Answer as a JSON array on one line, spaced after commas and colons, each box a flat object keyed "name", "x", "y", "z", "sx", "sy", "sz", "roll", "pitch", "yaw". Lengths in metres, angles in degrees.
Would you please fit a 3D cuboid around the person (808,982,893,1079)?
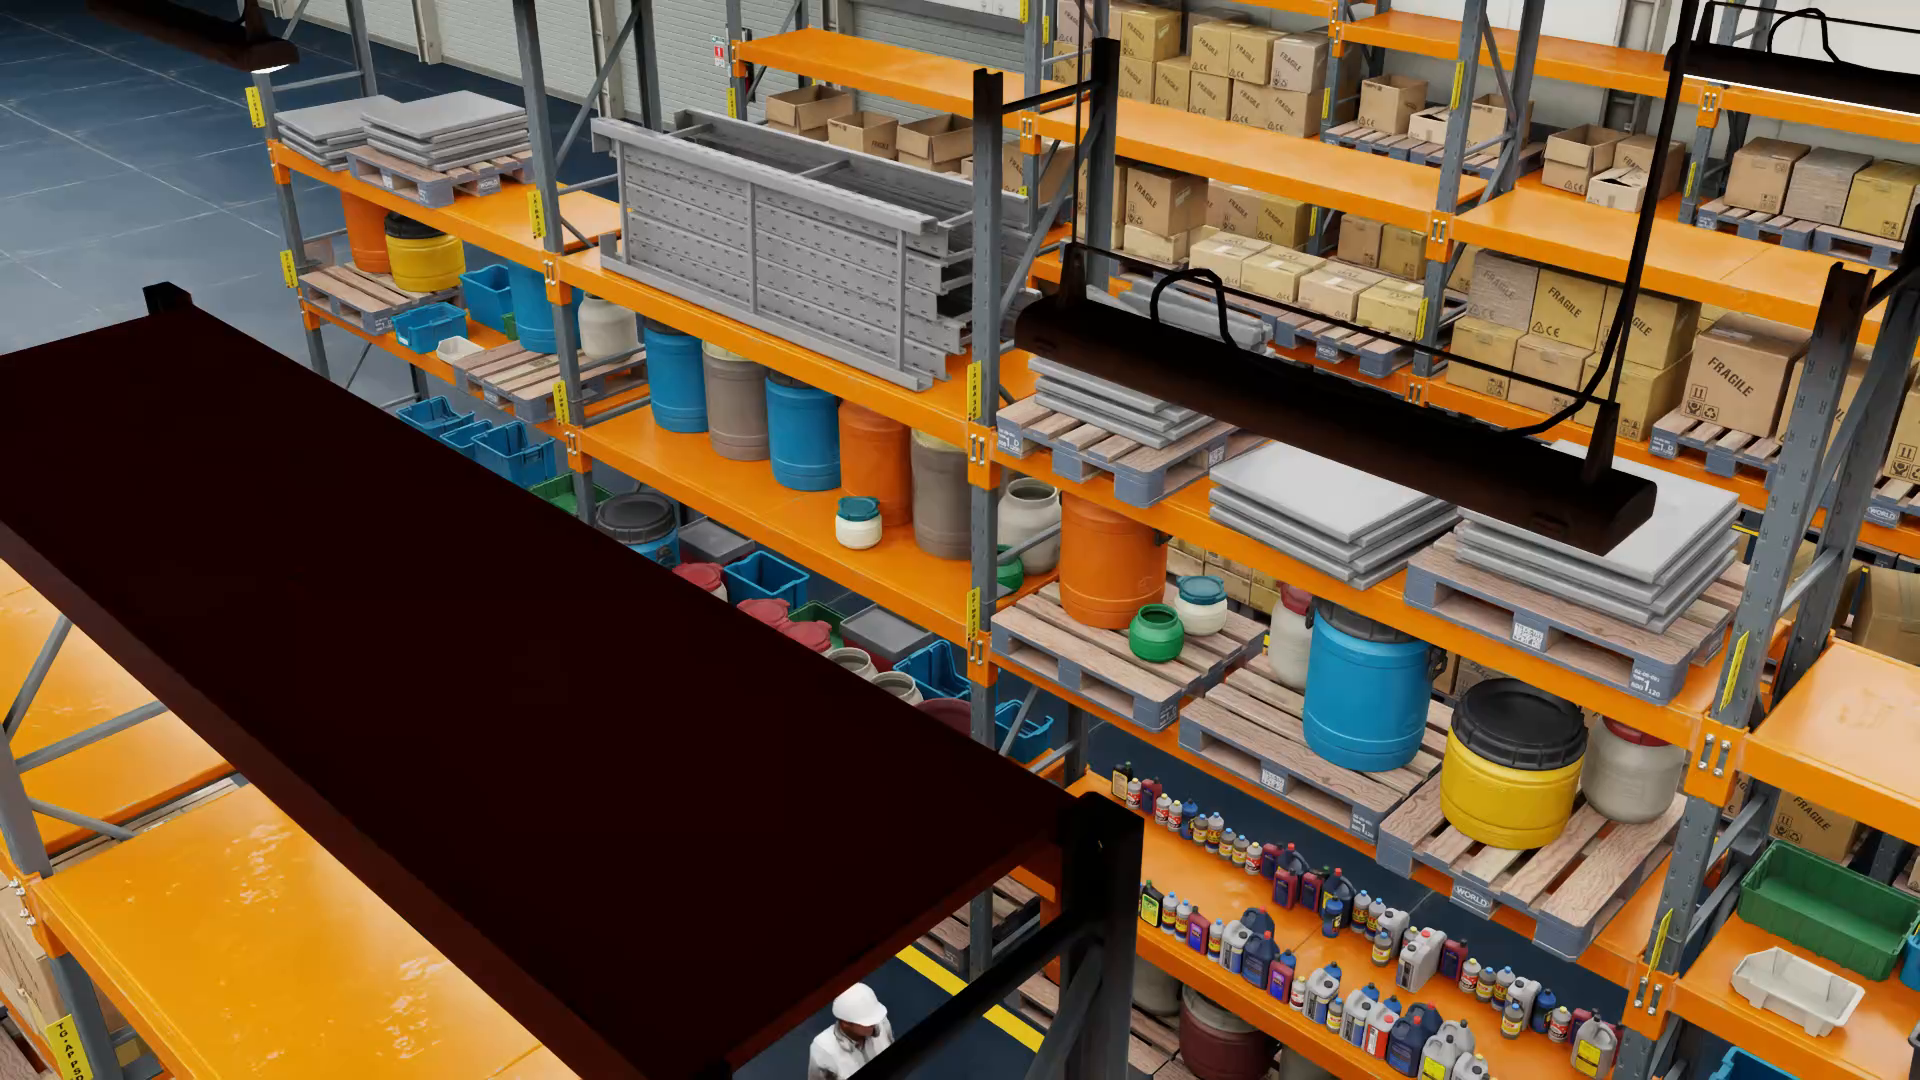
[{"name": "person", "x": -0.598, "y": 3.059, "z": 9.007, "sx": 0.567, "sy": 1.773, "sz": 0.494, "roll": -23, "pitch": 37, "yaw": -35}]
